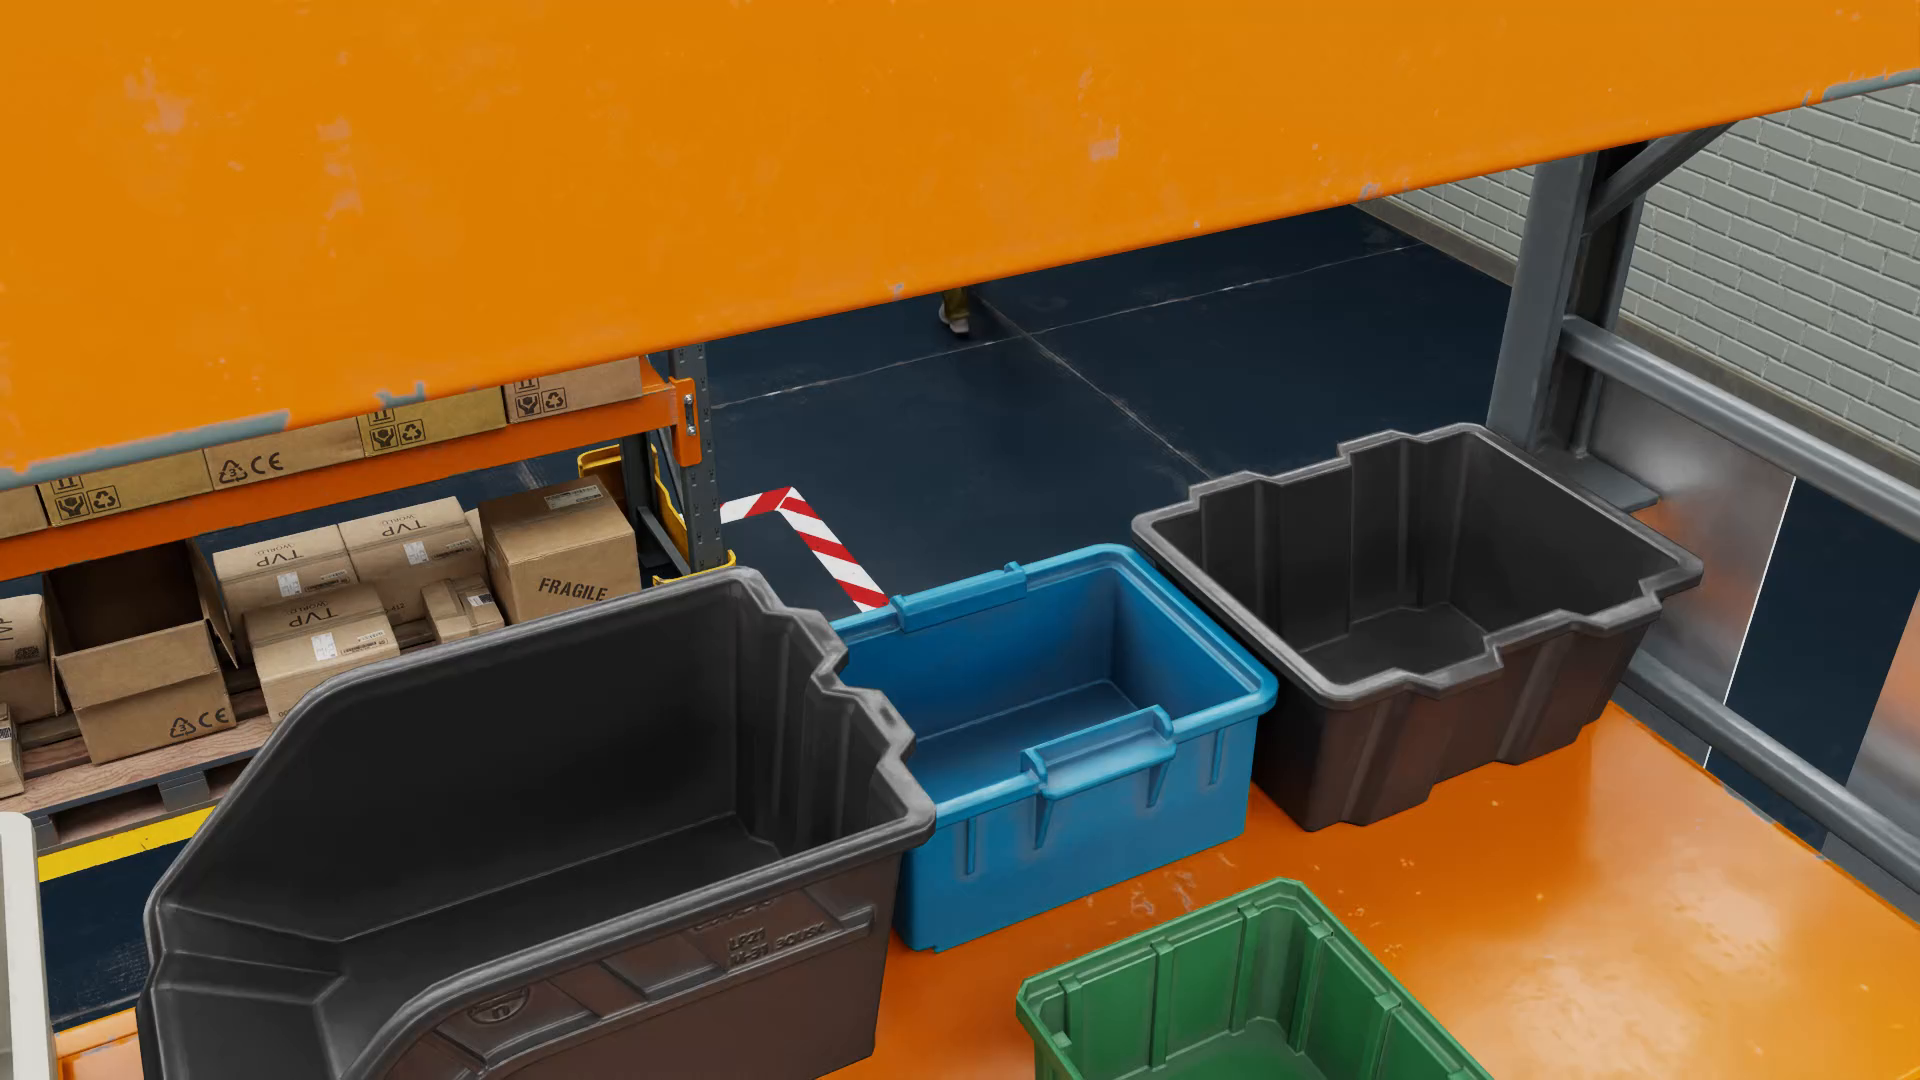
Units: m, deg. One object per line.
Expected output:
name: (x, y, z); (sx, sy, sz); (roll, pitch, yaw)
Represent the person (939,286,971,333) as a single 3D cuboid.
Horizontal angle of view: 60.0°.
person: (-0.061, -2.166, 9.511); (0.563, 1.731, 1.047); (-7, 33, -11)
